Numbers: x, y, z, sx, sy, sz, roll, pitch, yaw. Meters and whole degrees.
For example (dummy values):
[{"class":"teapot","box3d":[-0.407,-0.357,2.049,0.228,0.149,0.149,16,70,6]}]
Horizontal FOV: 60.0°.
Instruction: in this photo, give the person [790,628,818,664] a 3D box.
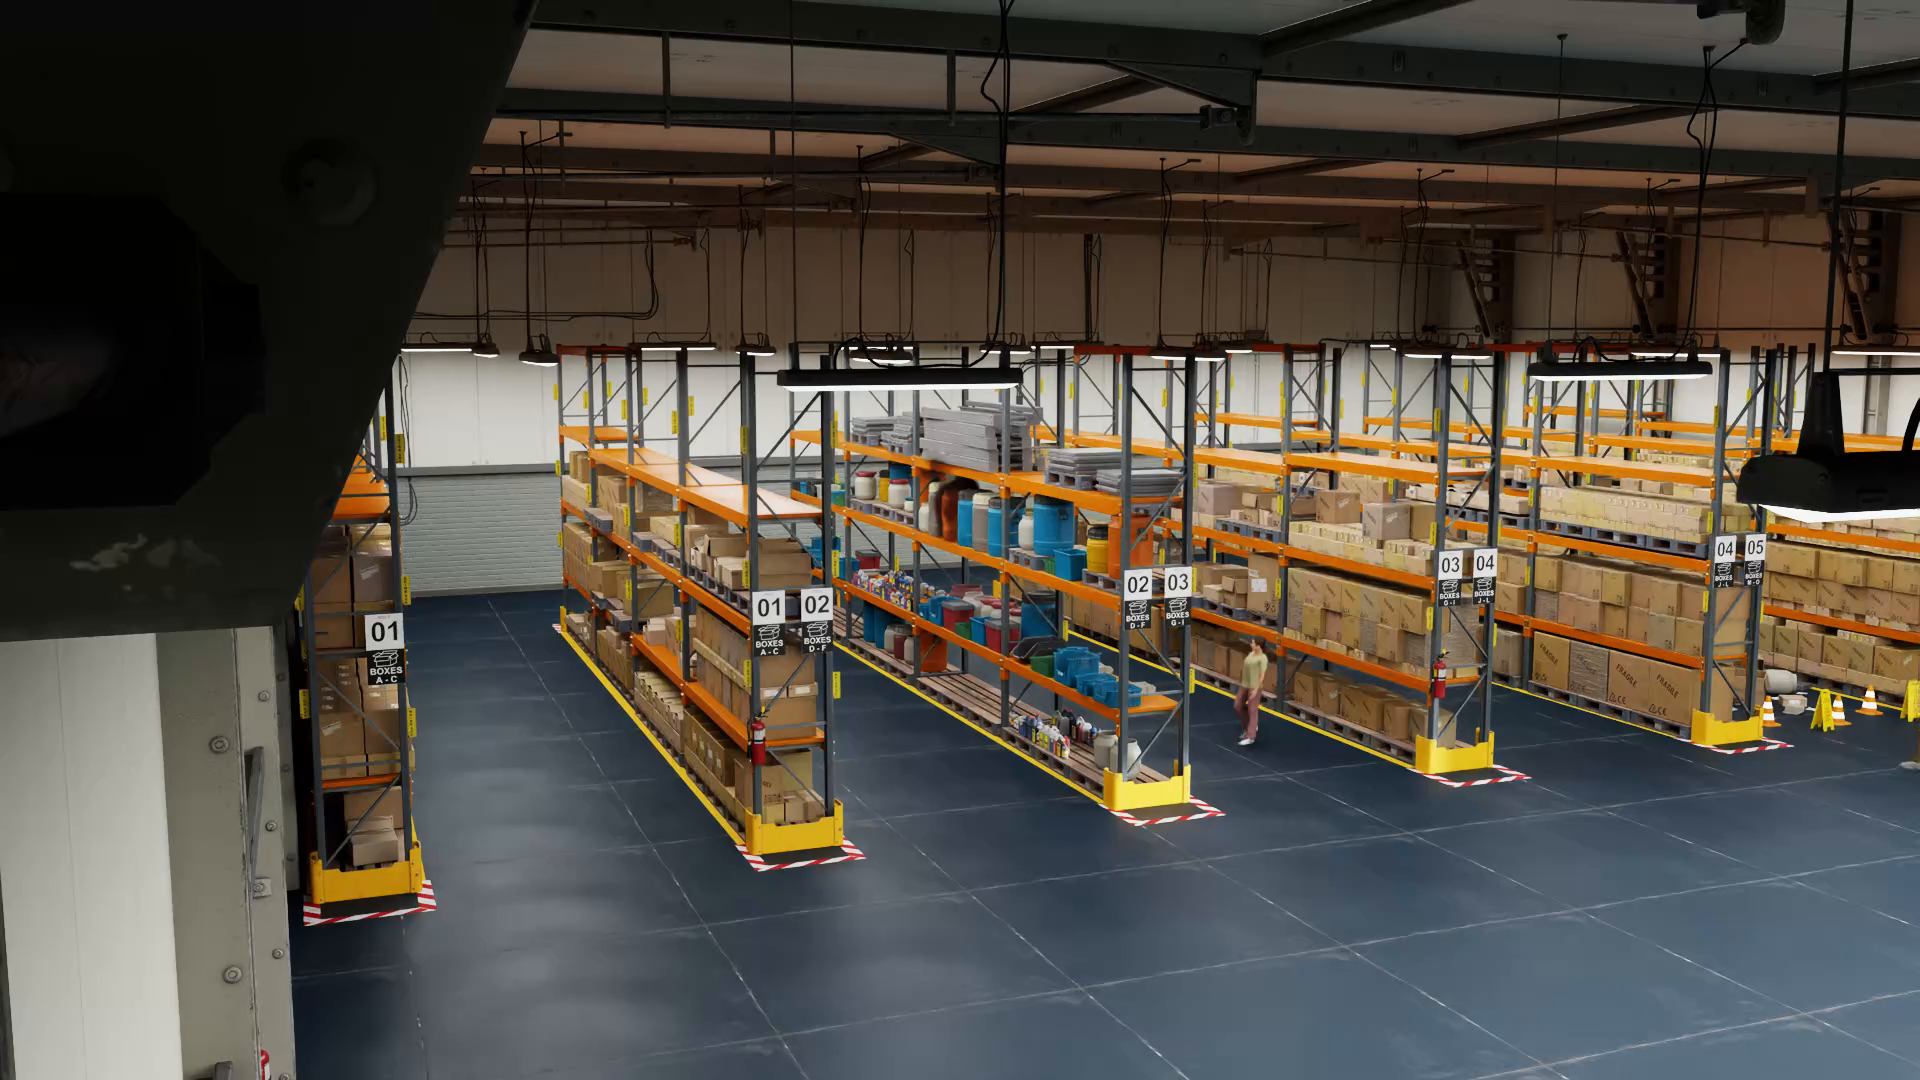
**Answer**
[{"class":"person","box3d":[-2.661,1.775,29.488,0.735,1.806,0.935,-2,8,-17]}]

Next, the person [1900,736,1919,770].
[{"class":"person","box3d":[13.973,2.451,23.695,0.847,1.750,0.729,-7,10,-43]}]

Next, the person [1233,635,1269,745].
[{"class":"person","box3d":[4.439,2.283,25.450,0.520,1.672,0.524,-5,9,-34]}]
